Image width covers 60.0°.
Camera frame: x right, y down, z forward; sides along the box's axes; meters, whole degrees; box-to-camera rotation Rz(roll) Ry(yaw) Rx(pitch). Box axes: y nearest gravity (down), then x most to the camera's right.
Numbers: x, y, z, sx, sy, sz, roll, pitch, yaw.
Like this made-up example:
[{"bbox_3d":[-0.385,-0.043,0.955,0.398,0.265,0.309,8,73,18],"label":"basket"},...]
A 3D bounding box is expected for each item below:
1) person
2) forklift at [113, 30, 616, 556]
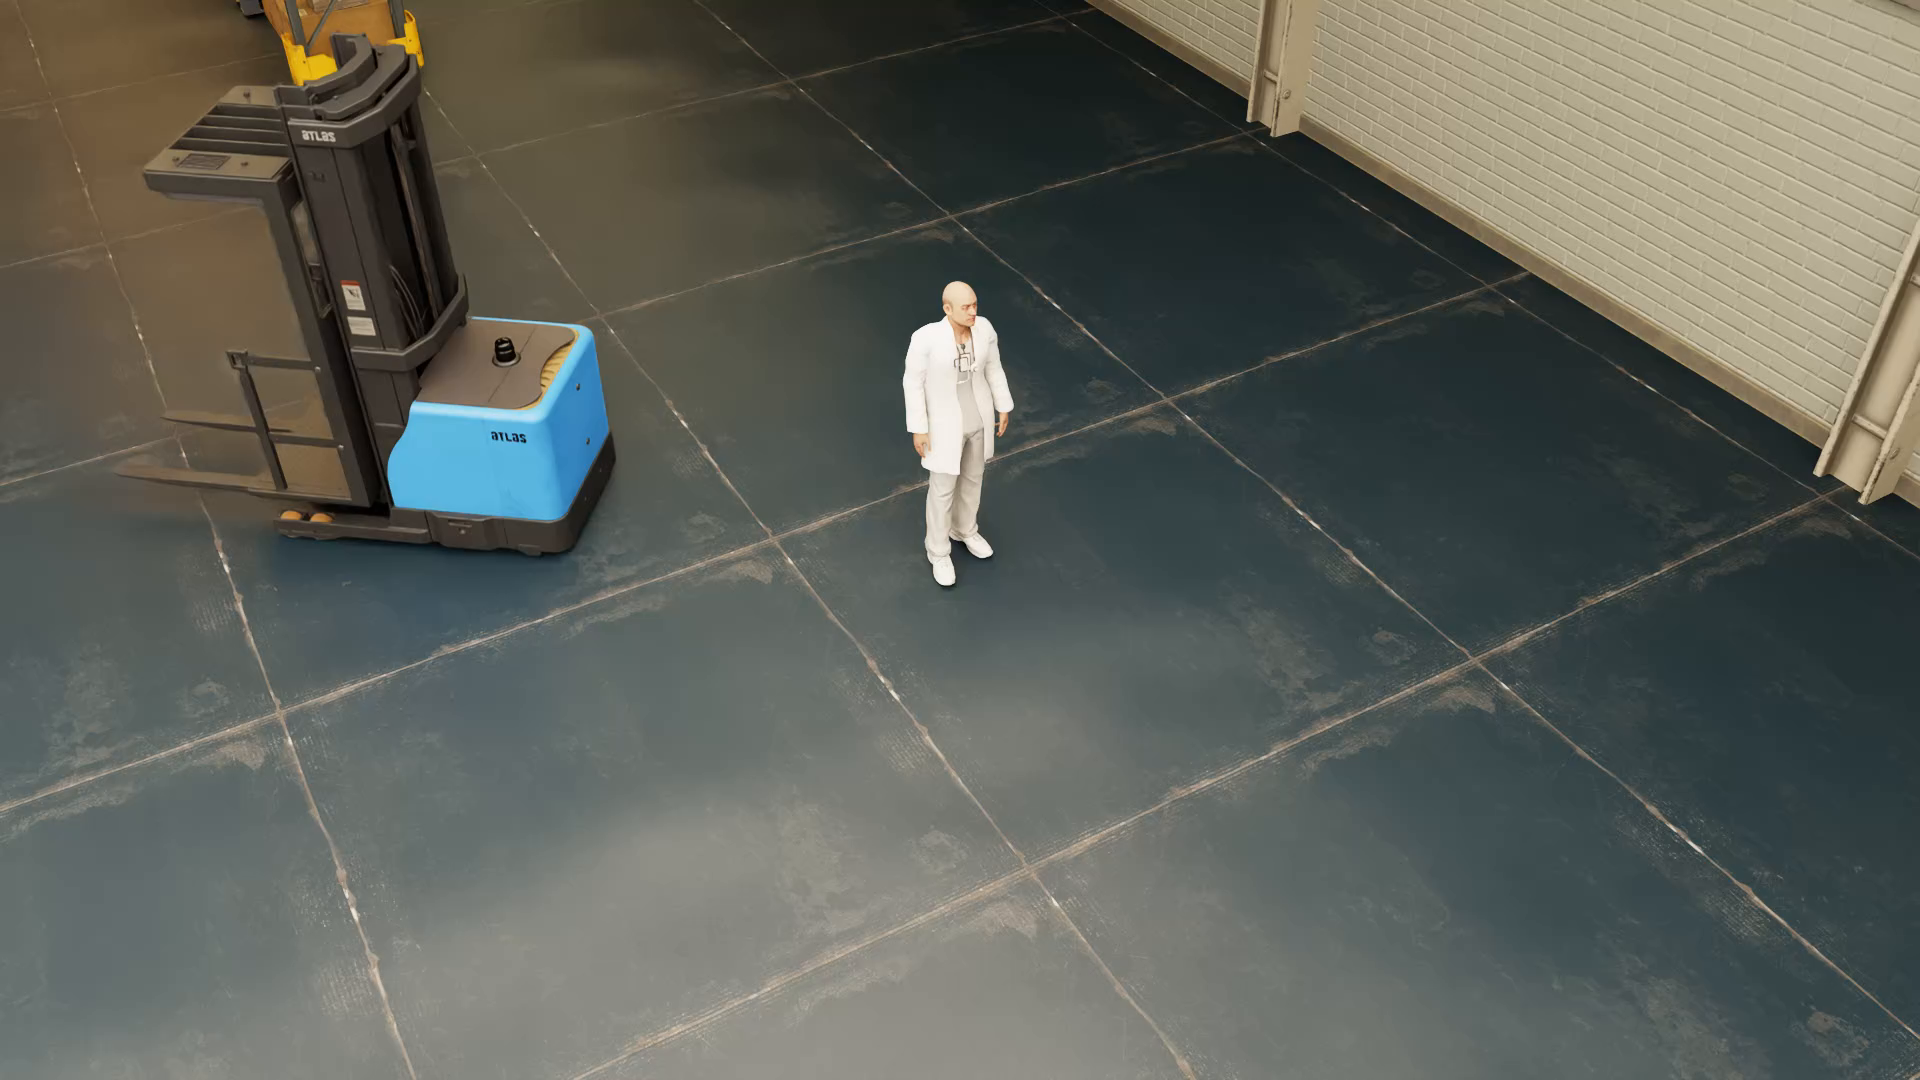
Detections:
[{"bbox_3d":[0.043,-0.638,9.697,0.696,1.778,0.578,-20,44,-23],"label":"person"},{"bbox_3d":[-3.803,-1.455,9.790,3.031,2.935,1.130,5,40,6],"label":"forklift"}]
